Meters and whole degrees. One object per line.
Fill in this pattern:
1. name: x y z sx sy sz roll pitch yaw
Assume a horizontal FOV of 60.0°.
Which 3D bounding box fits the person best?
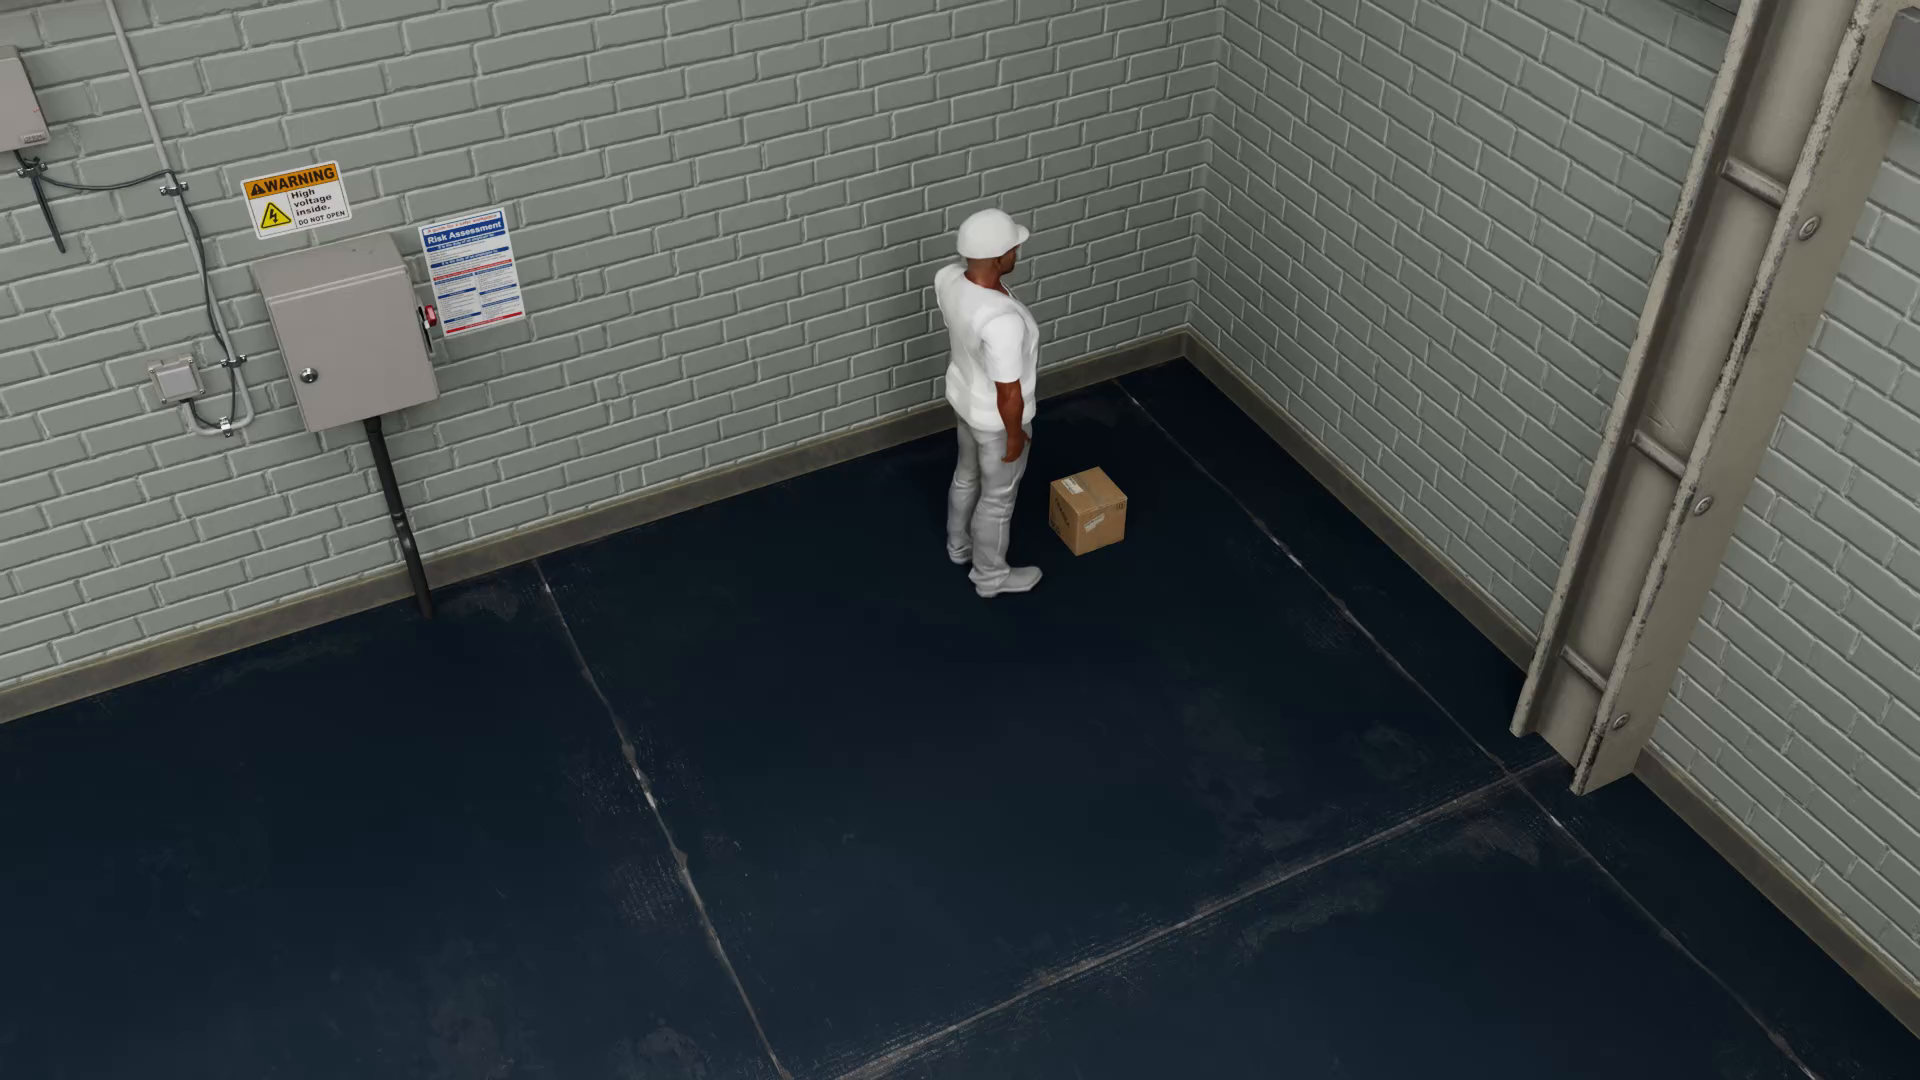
1. person: 0.122 -0.556 6.778 0.353 1.764 0.563 -18 44 -19
